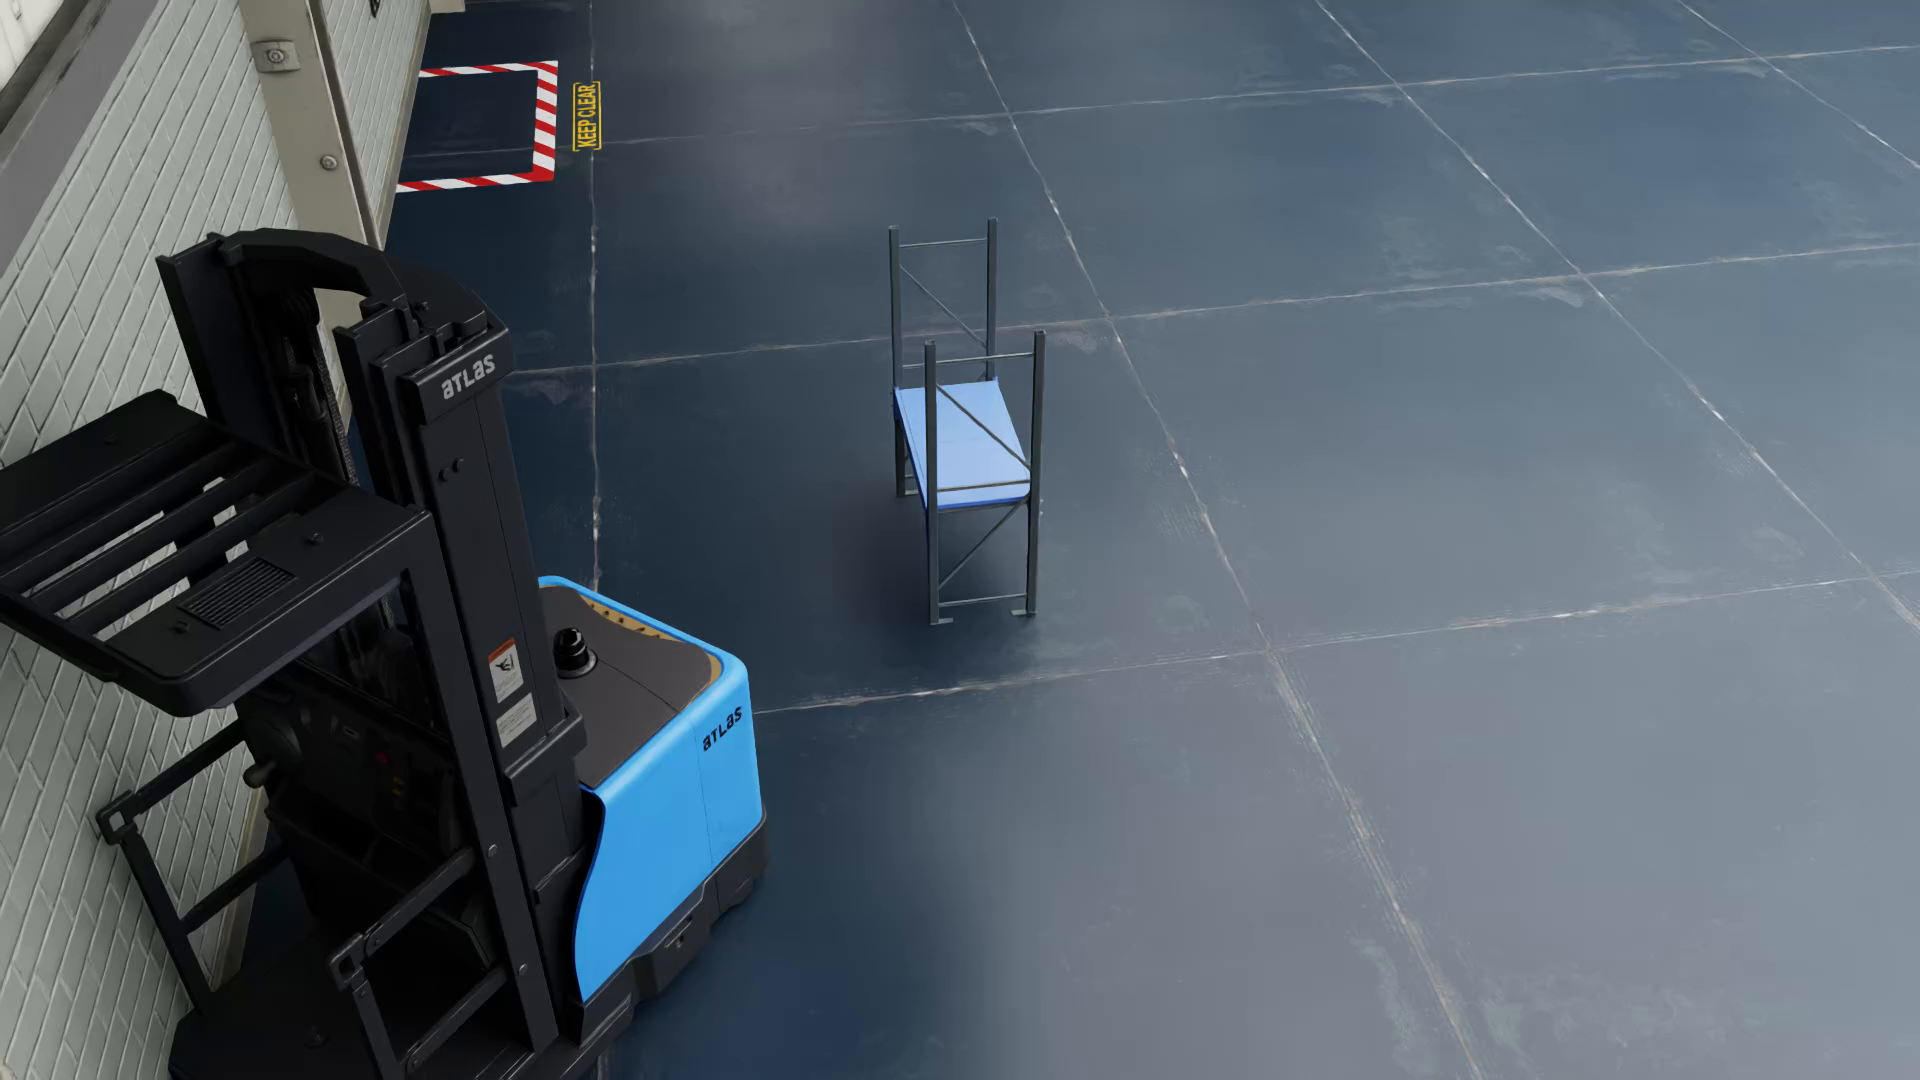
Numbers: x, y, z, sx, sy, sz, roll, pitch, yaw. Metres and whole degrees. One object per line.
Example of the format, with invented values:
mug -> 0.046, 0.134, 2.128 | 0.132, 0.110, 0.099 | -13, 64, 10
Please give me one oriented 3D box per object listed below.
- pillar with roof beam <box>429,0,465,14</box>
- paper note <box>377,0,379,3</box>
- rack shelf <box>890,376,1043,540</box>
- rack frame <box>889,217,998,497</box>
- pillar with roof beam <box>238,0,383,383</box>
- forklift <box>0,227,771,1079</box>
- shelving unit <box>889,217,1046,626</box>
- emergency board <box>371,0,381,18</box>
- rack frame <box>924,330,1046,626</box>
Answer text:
pillar with roof beam -> -0.054, -8.505, 11.762 | 9.100, 9.000, 0.400 | -6, 38, -8
paper note -> -3.934, -3.713, 11.203 | 0.016, 0.148, 0.142 | -6, 38, -8
rack shelf -> 0.015, -0.399, 7.734 | 0.538, 0.185, 1.000 | -6, 38, -8
rack frame -> -0.074, -0.848, 8.019 | 0.500, 1.500, 0.032 | -6, 38, -8
pillar with roof beam -> 0.997, -4.881, 7.097 | 9.100, 9.000, 0.400 | -6, 38, -8
forklift -> -1.949, 0.722, 4.832 | 1.130, 2.935, 3.031 | 21, 43, 25
shelving unit -> 0.015, -0.541, 7.623 | 0.538, 1.500, 1.048 | -6, 38, -8
emergency board -> -3.914, -4.168, 11.070 | 0.157, 1.169, 0.626 | -6, 38, -8
rack frame -> 0.104, -0.234, 7.228 | 0.500, 1.500, 0.032 | -6, 38, -8
